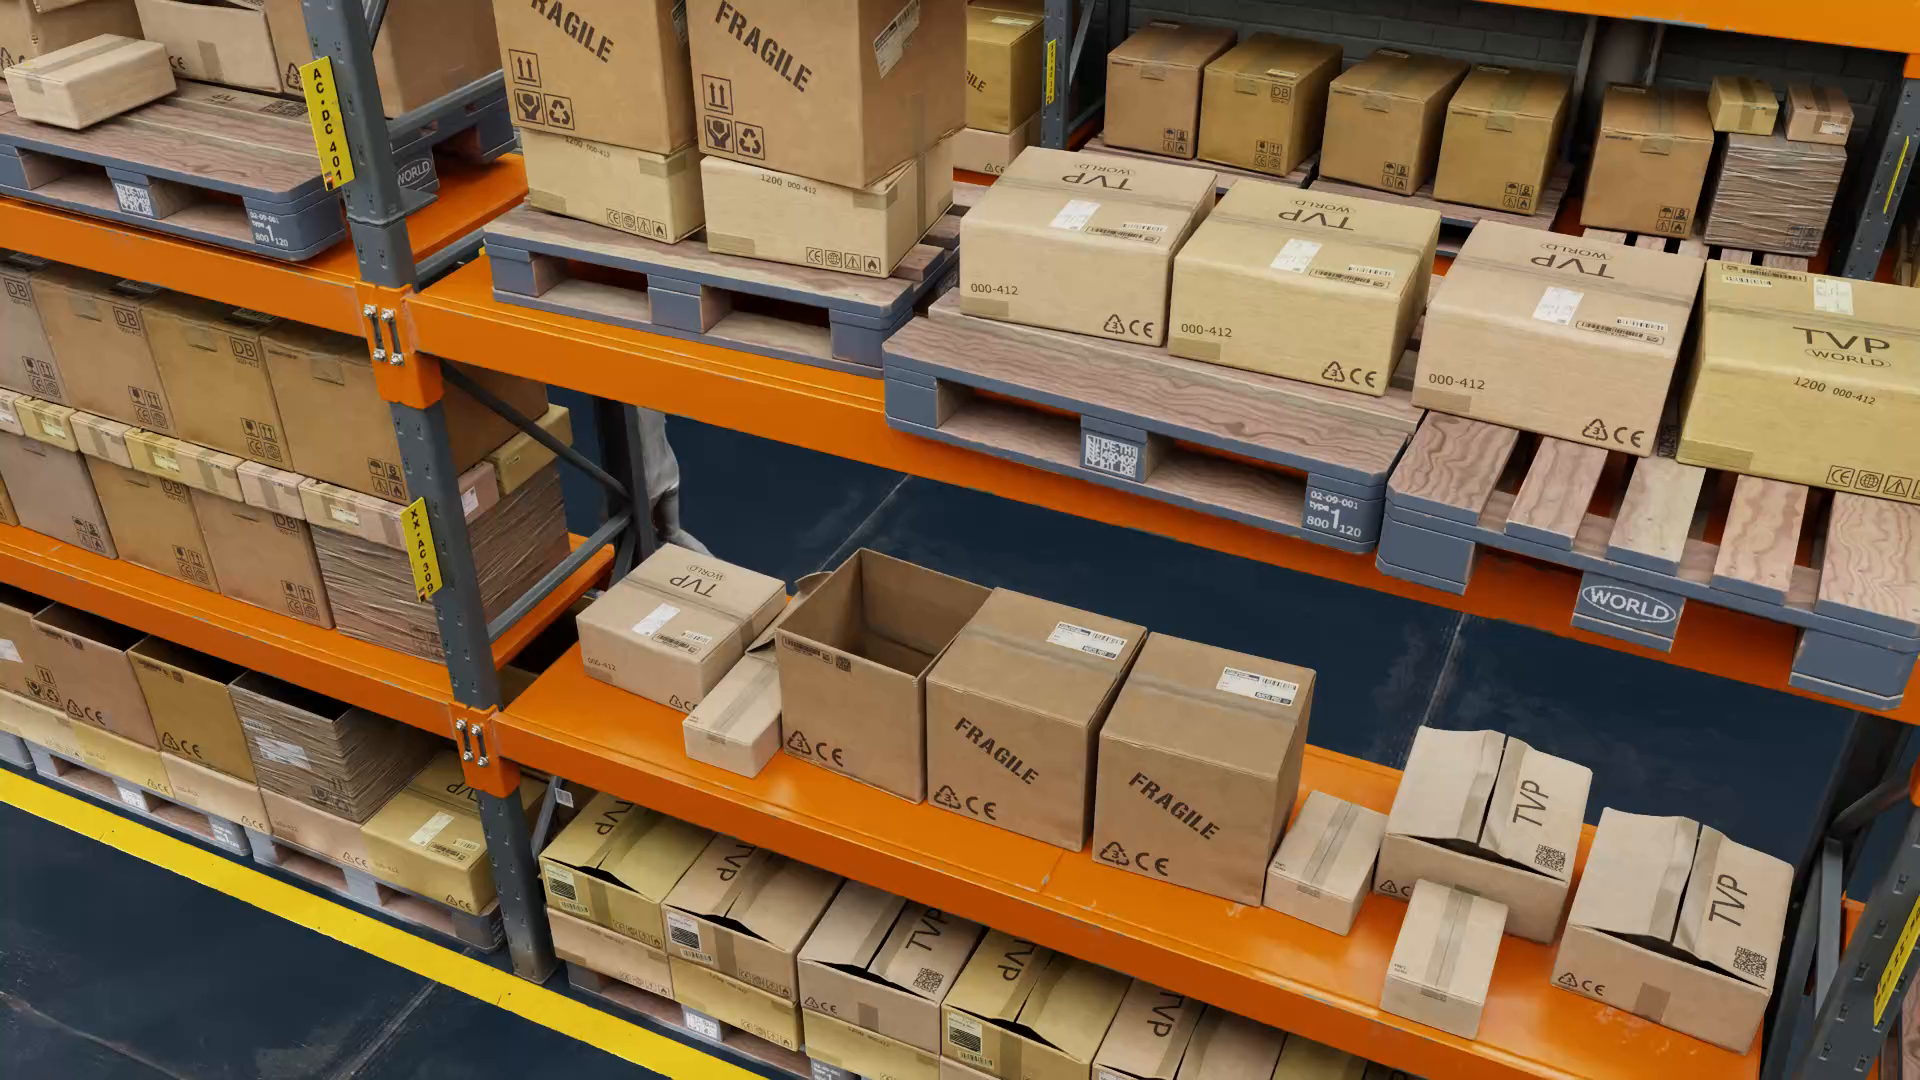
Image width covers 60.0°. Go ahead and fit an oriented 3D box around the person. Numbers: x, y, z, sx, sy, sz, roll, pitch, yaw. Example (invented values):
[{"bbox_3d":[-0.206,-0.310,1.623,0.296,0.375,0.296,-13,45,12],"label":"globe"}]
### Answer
[{"bbox_3d":[-1.390,-0.256,7.512,0.837,1.560,0.433,16,37,22],"label":"person"}]
